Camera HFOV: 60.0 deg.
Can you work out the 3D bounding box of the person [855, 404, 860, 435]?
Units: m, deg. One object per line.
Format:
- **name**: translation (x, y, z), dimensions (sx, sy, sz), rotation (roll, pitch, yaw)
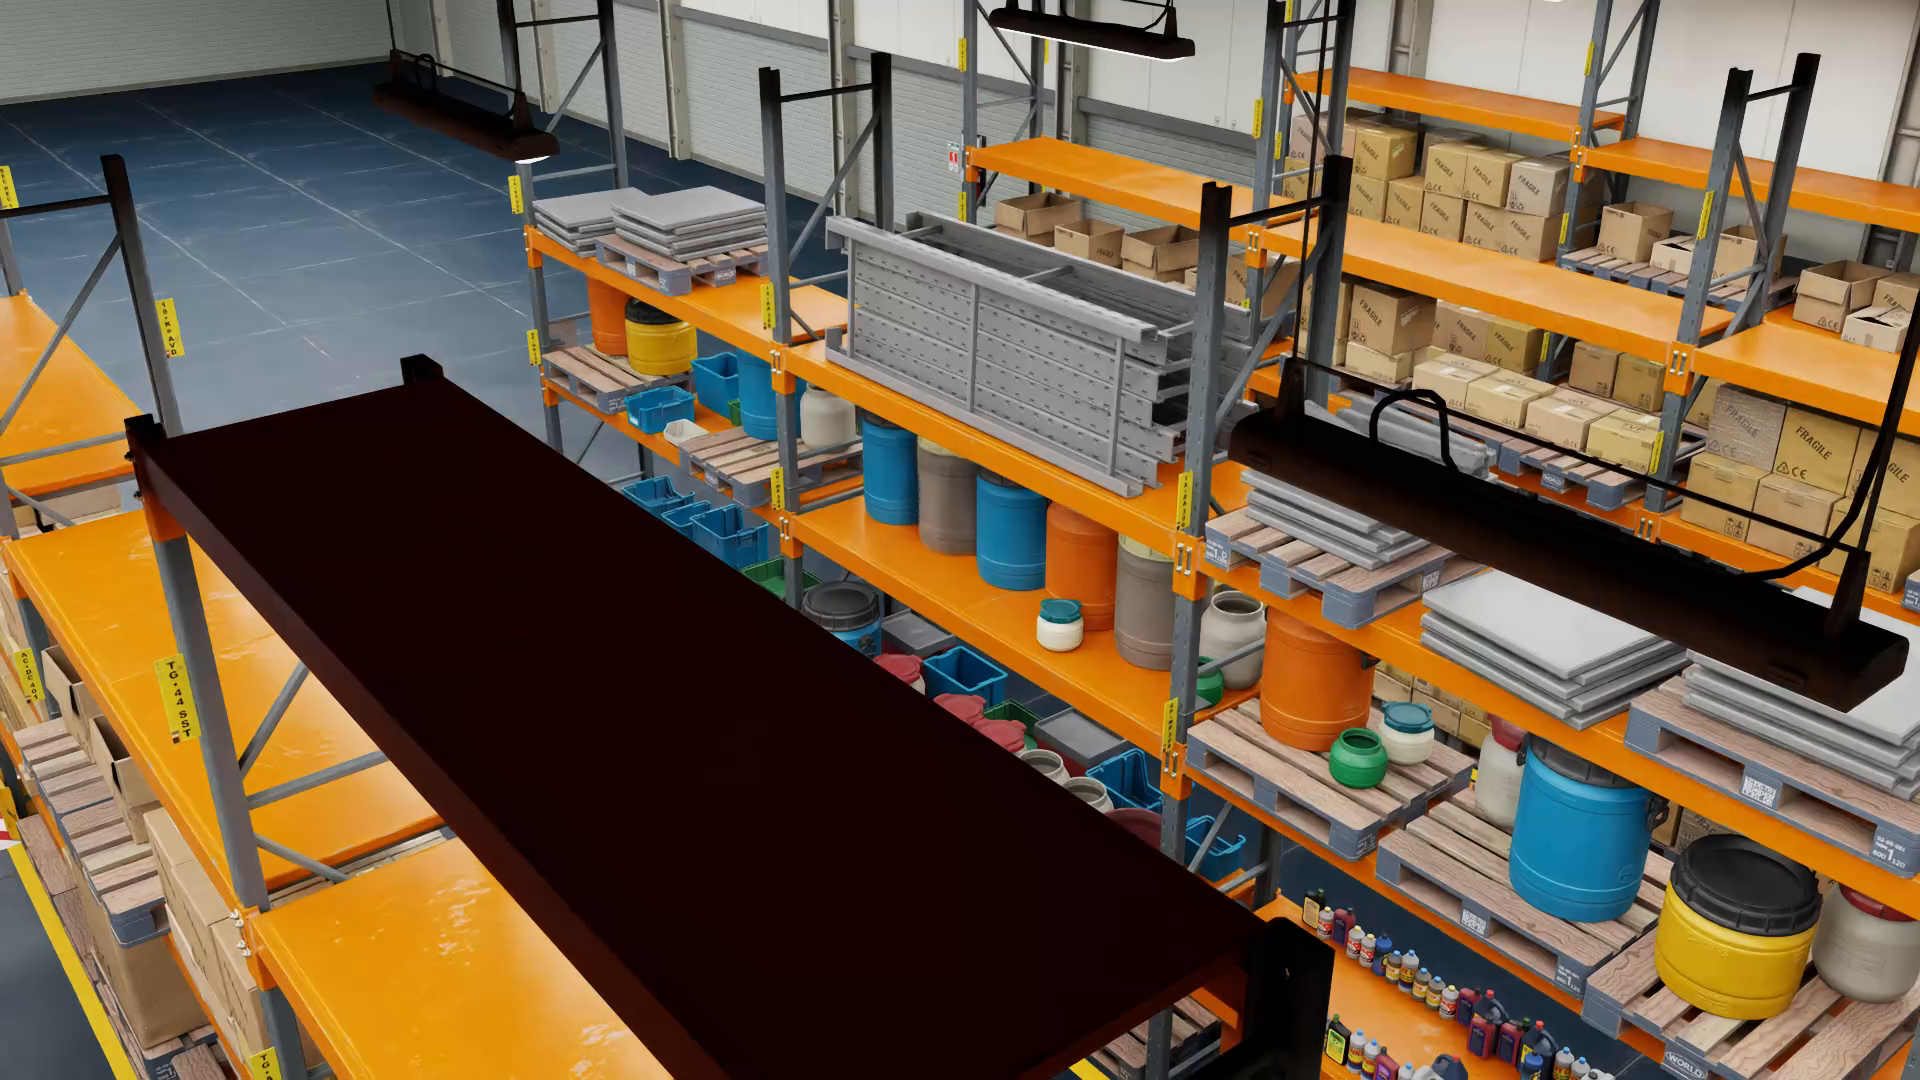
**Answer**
- **person**: translation (-1.260, -2.057, 20.528), dimensions (0.639, 1.797, 0.725), rotation (-23, 34, -38)
